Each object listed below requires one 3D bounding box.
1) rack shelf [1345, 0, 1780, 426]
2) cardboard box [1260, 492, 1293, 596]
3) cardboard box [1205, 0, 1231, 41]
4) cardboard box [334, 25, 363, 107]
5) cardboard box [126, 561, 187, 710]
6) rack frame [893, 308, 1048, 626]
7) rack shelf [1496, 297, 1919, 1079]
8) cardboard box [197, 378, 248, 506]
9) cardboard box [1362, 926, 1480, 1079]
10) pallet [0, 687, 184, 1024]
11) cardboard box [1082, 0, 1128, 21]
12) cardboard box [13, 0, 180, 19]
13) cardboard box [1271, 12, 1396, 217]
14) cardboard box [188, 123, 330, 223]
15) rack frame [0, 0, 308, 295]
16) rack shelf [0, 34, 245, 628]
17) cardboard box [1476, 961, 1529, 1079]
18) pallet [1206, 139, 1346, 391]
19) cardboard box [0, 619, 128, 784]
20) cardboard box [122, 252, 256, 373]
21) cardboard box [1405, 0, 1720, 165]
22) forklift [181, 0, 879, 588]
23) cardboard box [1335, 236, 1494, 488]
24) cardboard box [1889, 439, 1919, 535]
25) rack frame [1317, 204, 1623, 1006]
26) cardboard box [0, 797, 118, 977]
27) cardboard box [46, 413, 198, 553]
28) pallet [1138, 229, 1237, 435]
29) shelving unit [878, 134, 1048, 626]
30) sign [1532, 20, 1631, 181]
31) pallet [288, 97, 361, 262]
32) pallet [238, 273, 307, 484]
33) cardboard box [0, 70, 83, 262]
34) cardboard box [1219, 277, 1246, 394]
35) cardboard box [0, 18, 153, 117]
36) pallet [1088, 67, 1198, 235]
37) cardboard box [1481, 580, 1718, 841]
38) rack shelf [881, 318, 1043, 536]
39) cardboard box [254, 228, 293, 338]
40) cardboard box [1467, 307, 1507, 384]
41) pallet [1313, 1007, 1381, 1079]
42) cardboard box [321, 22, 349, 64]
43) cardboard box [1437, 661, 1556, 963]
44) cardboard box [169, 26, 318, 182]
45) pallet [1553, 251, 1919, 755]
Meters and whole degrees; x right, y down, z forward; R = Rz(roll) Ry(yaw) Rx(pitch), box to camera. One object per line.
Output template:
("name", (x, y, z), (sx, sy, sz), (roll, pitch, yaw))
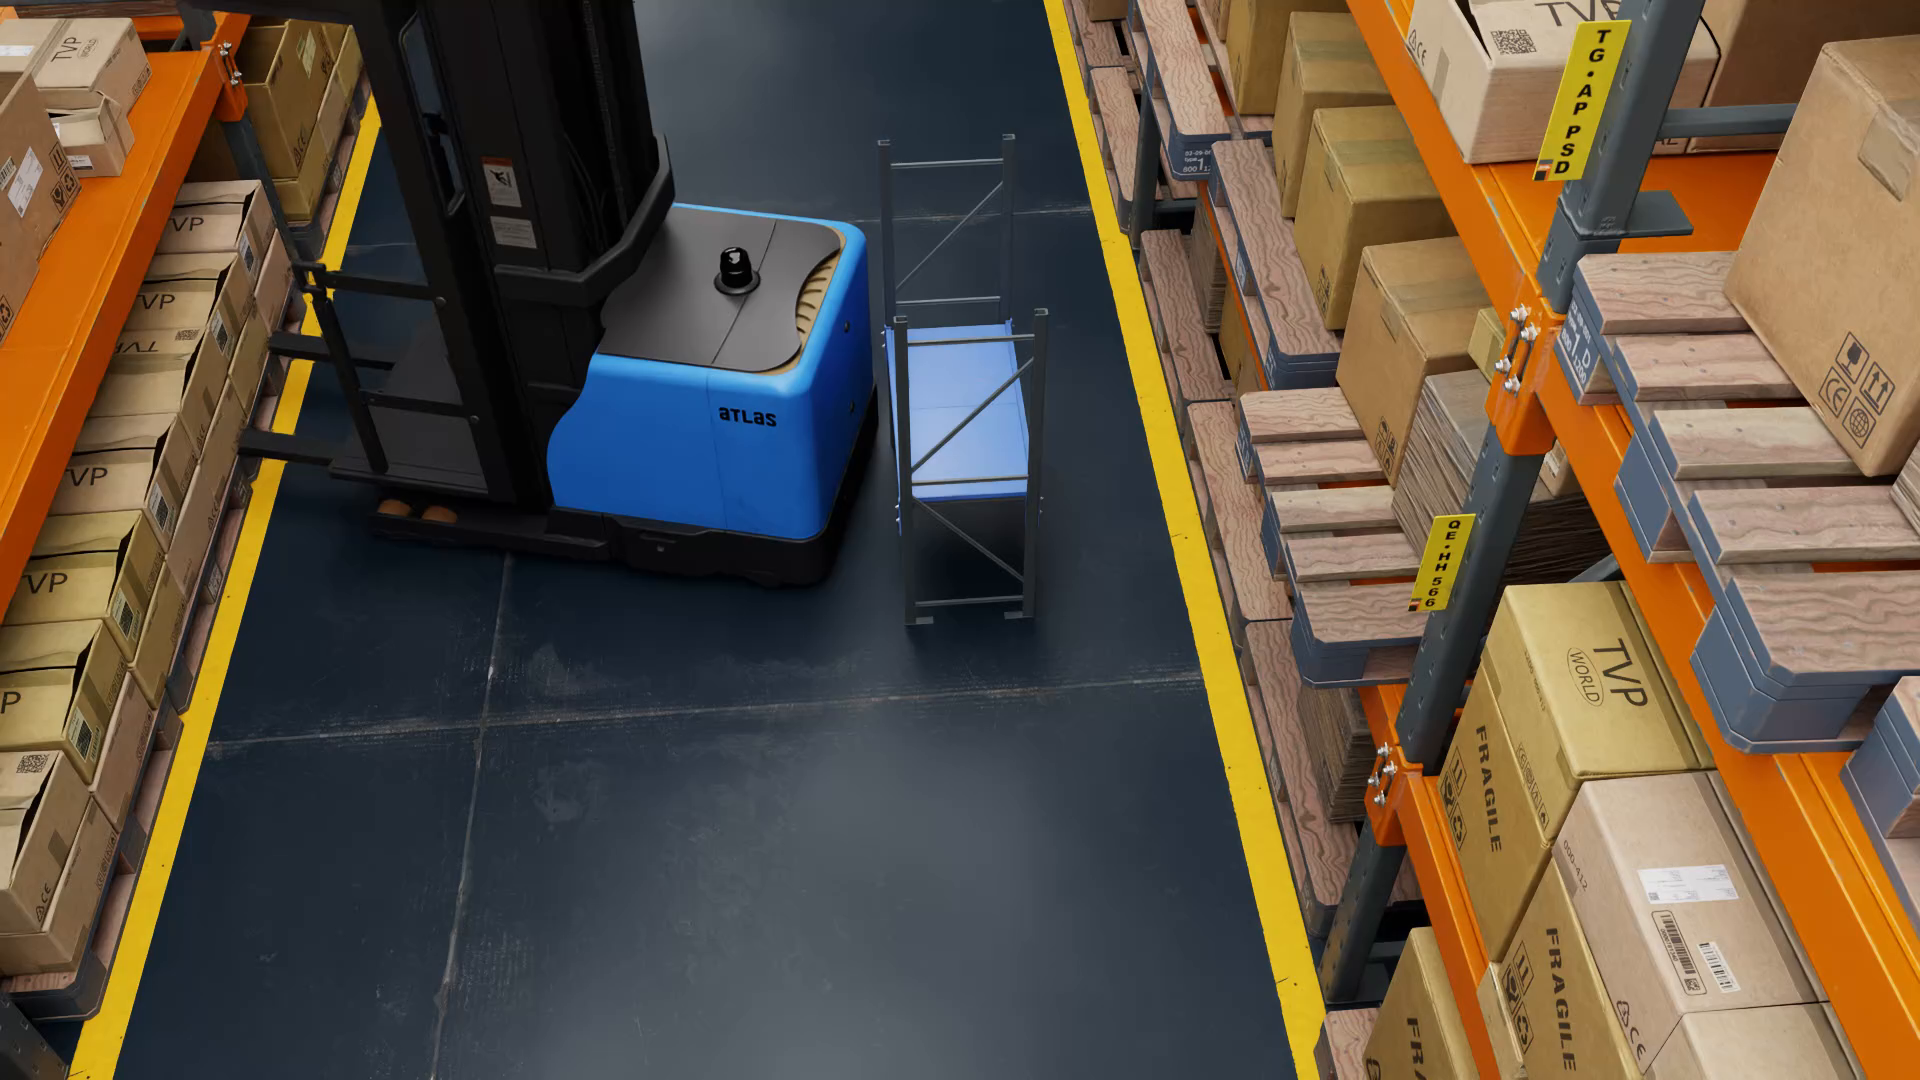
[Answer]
("rack shelf", (1.499, -1.843, 4.859), (1.077, 0.370, 4.000), (-3, 47, -3))
("cardboard box", (1.557, -0.159, 6.253), (0.700, 0.500, 0.500), (-4, 47, -4))
("cardboard box", (1.340, -2.322, 6.511), (0.700, 0.500, 0.500), (-3, 47, -3))
("cardboard box", (-3.414, -2.479, 8.637), (0.500, 0.250, 0.500), (-3, 47, -3))
("cardboard box", (-3.113, 0.356, 5.951), (0.500, 0.250, 0.500), (-5, 47, -4))
("rack frame", (0.035, -0.210, 5.915), (0.500, 1.500, 0.032), (-3, 47, -3))
("rack shelf", (1.834, 1.051, 2.118), (1.077, 0.370, 4.000), (-3, 47, -3))
("cardboard box", (-3.197, -0.383, 6.651), (0.500, 0.250, 0.500), (-3, 47, -2))
("cardboard box", (1.597, 1.523, 4.433), (0.750, 0.750, 0.750), (-4, 47, -4))
("pallet", (-3.299, 1.052, 5.608), (1.003, 0.211, 1.213), (-3, 47, -3))
("cardboard box", (1.024, -3.240, 9.171), (0.700, 0.500, 0.500), (-6, 47, -6))
("cardboard box", (-3.648, -2.558, 7.037), (0.700, 0.500, 0.500), (-5, 47, -4))
("cardboard box", (1.466, -1.442, 5.678), (0.700, 0.500, 0.500), (2, 47, 2))
("cardboard box", (-3.341, -1.755, 7.951), (0.500, 0.250, 0.500), (-3, 47, -3))
("rack frame", (-3.604, -2.202, 6.770), (1.000, 3.000, 0.127), (-3, 47, -3))
("rack shelf", (-3.437, -0.508, 5.661), (1.077, 0.370, 4.000), (-3, 47, -3))
("cardboard box", (1.414, 1.100, 3.802), (0.380, 0.149, 0.250), (-2, 47, -2))
("pallet", (1.460, -0.976, 5.740), (1.003, 0.211, 1.213), (-3, 47, -3))
("cardboard box", (-3.073, 0.524, 5.407), (0.500, 0.311, 0.500), (-5, 47, -4))
("cardboard box", (-3.235, -0.943, 6.795), (0.500, 0.311, 0.500), (-2, 47, -2))
("cardboard box", (1.337, -1.124, 3.731), (0.500, 0.311, 0.500), (-3, 47, -3))
("forklift", (-1.917, -1.352, 6.012), (3.031, 2.935, 1.130), (8, 47, 7))
("cardboard box", (1.543, -0.540, 4.824), (0.700, 0.500, 0.500), (-7, 47, -7))
("cardboard box", (1.861, -0.102, 2.343), (0.700, 0.500, 0.500), (-6, 47, -5))
("rack frame", (1.667, 0.388, 4.317), (1.000, 3.000, 0.127), (-3, 47, -3))
("cardboard box", (-3.021, 1.096, 5.251), (0.500, 0.250, 0.500), (-4, 47, -3))
("cardboard box", (-3.157, -0.218, 6.108), (0.500, 0.311, 0.500), (-4, 47, -4))
("pallet", (1.398, -0.984, 7.537), (1.003, 0.211, 1.213), (-3, 47, -3))
("shelving unit", (-0.007, -0.577, 6.264), (0.538, 1.500, 1.048), (-3, 47, -3))
("sign", (1.126, -0.790, 3.010), (0.100, 0.325, 0.005), (-3, 47, -3))
("pallet", (-3.629, -1.822, 8.330), (1.003, 0.211, 1.213), (-3, 47, -3))
("pallet", (-3.504, -0.713, 7.280), (1.003, 0.211, 1.213), (-3, 47, -3))
("cardboard box", (-3.512, -1.299, 5.845), (0.500, 0.500, 0.500), (0, 47, 0))
("cardboard box", (1.503, -0.896, 6.951), (0.700, 0.500, 0.500), (-4, 47, -4))
("cardboard box", (-3.520, -1.797, 6.490), (0.500, 0.250, 0.500), (-1, 47, -1))
("pallet", (1.240, -2.031, 8.528), (1.003, 0.211, 1.213), (-3, 47, -3))
("cardboard box", (1.450, 0.351, 3.547), (0.500, 0.250, 0.500), (-2, 47, -2))
("rack shelf", (-0.007, -0.454, 6.394), (0.538, 0.185, 1.000), (-3, 47, -3))
("cardboard box", (-3.281, -1.119, 7.348), (0.500, 0.250, 0.500), (-4, 47, -4))
("cardboard box", (1.566, -0.501, 4.340), (0.380, 0.149, 0.250), (-11, 47, -10))
("pallet", (1.657, 1.922, 4.785), (1.003, 0.211, 1.213), (-3, 47, -3))
("cardboard box", (-3.415, -2.737, 8.365), (0.500, 0.500, 0.500), (-3, 47, -3))
("cardboard box", (1.452, 0.611, 3.818), (0.500, 0.500, 0.500), (-2, 47, -2))
("cardboard box", (-3.331, -2.014, 7.679), (0.500, 0.500, 0.500), (-3, 47, -3))
("pallet", (1.773, -0.116, 2.858), (1.213, 0.211, 1.003), (-2, 47, -1))
